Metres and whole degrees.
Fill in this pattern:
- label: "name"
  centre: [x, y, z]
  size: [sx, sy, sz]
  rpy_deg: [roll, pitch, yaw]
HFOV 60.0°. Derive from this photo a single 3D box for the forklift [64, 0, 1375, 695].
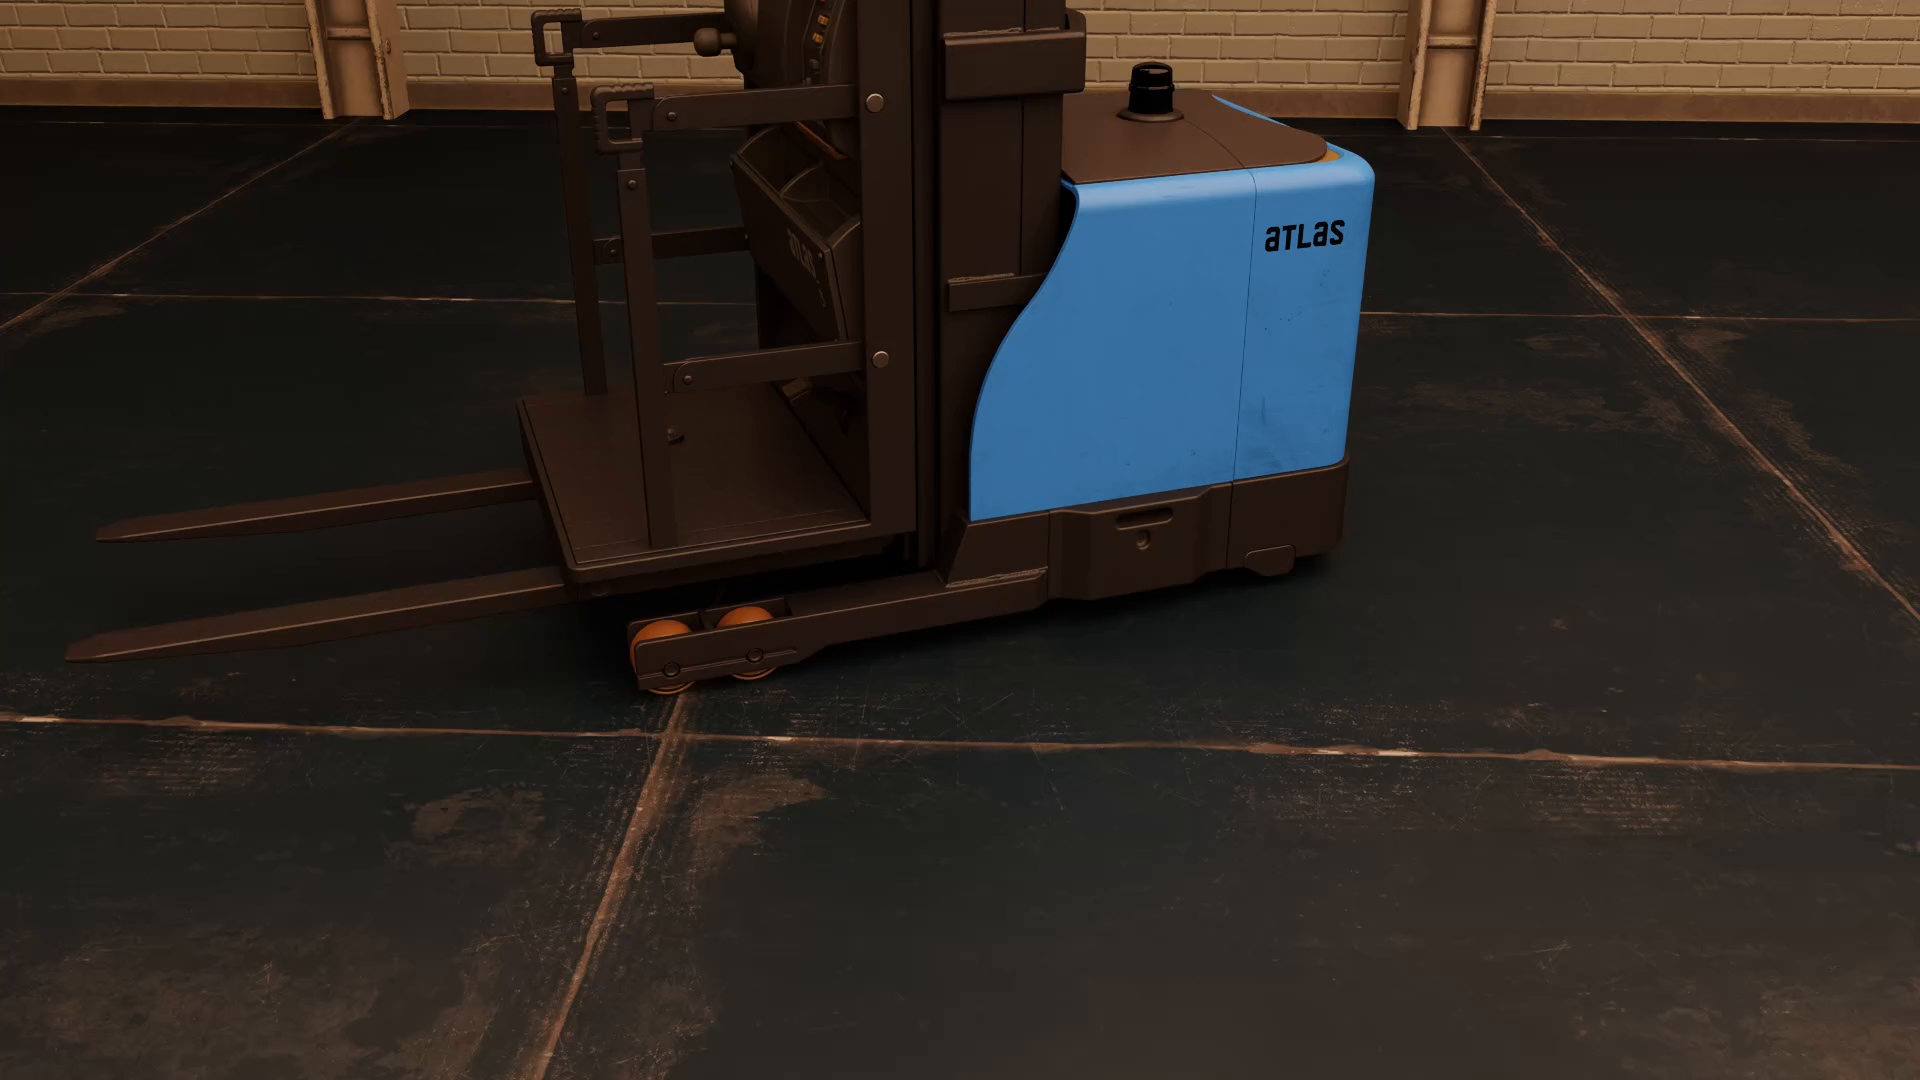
- label: "forklift"
  centre: [-0.573, -1.224, 3.691]
  size: [3.031, 2.935, 1.130]
  rpy_deg: [-9, 28, -17]
